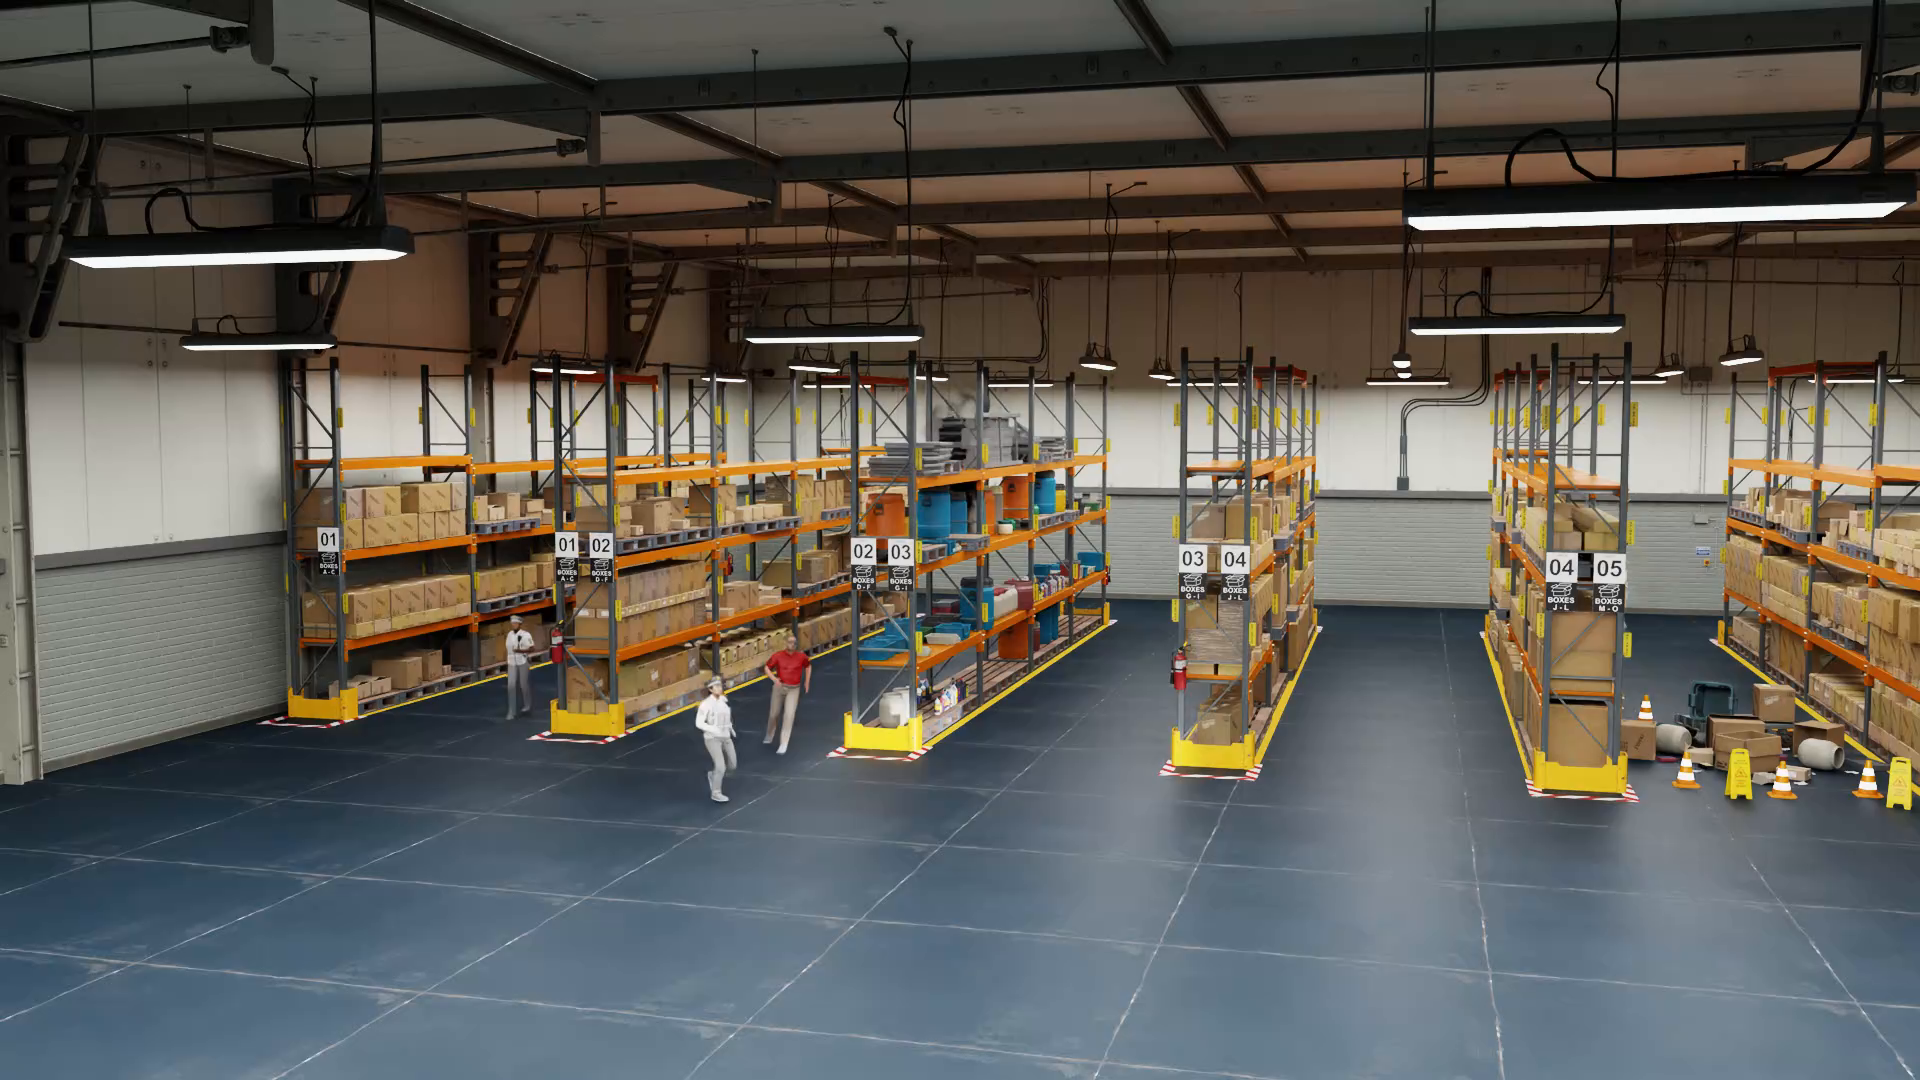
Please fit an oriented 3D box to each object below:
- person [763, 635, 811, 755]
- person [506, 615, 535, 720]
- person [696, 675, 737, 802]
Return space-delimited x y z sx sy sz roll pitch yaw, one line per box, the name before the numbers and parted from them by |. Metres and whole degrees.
person | -2.613 2.317 25.124 0.740 1.758 0.852 0 4 -7
person | -7.363 2.119 27.891 0.553 1.753 0.799 1 4 7
person | -3.156 2.584 21.707 0.551 1.648 0.612 4 6 40
